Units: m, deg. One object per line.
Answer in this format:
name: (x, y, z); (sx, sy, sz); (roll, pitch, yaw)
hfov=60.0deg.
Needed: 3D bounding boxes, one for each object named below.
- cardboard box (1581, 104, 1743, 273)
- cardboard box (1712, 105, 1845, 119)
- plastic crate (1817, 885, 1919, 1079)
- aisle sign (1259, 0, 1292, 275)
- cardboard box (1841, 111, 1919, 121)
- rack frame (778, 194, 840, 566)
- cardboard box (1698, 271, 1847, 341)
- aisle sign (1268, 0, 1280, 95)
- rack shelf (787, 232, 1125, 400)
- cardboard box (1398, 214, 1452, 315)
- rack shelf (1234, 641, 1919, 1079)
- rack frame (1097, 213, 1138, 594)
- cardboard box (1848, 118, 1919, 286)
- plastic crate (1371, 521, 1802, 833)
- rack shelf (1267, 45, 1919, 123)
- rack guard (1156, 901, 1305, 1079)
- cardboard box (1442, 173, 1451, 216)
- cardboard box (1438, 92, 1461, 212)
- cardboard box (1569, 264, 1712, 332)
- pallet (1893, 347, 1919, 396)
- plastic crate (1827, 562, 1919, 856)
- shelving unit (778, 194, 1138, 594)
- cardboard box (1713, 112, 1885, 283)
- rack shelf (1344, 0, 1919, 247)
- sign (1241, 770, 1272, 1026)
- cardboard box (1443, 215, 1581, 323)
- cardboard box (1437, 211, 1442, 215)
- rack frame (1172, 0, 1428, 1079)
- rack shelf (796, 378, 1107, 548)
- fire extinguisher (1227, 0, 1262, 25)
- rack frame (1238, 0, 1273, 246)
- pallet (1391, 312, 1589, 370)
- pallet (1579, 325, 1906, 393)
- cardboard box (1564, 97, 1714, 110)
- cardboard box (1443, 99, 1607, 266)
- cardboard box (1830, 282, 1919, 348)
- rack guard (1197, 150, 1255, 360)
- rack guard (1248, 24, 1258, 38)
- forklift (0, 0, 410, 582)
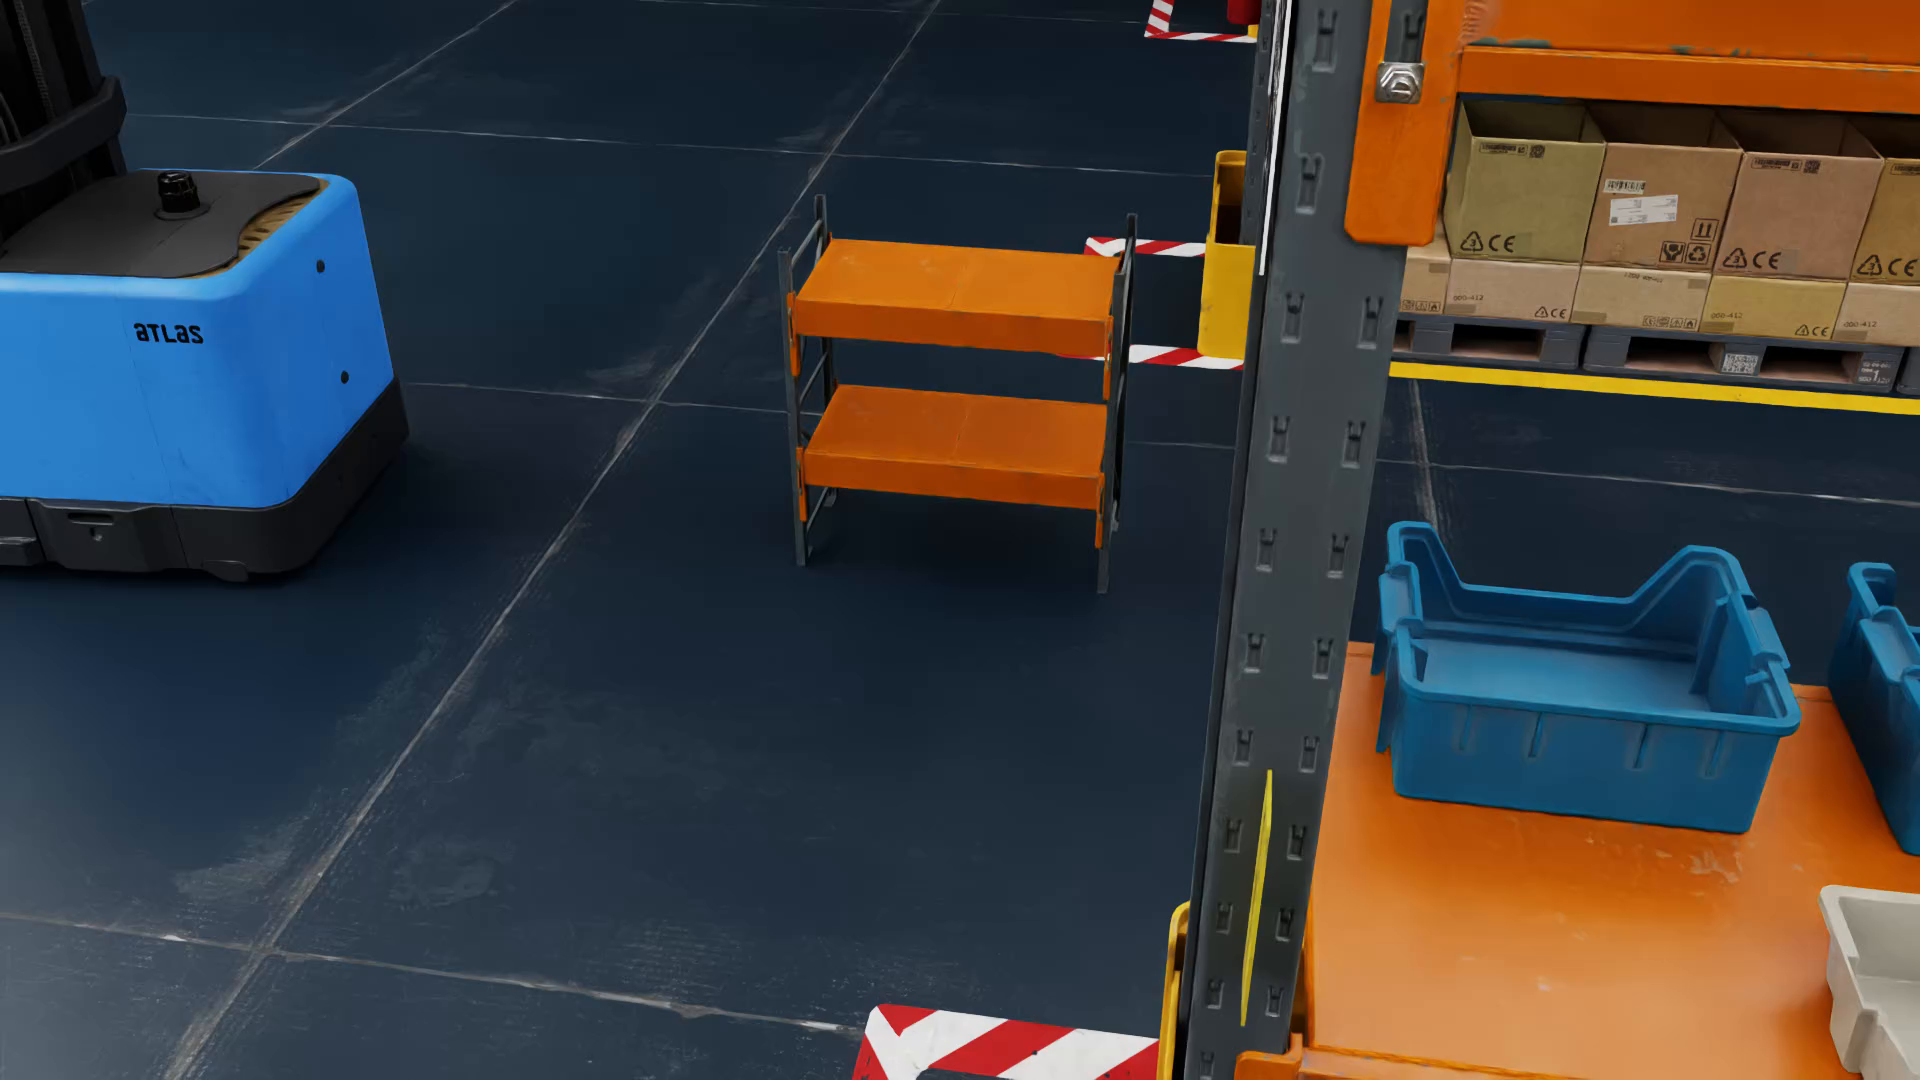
cardboard box: (2.765, -1.416, 6.674); (0.500, 0.500, 0.500); (5, 32, 8)
cardboard box: (3.345, -1.643, 7.036); (0.500, 0.500, 0.500); (5, 32, 8)
plastic crate: (1.277, 0.619, 2.183); (0.250, 0.136, 0.298); (5, 32, 8)
aisle sign: (0.328, -0.696, 1.585); (0.004, 0.787, 0.394); (5, 32, 8)
cardboard box: (3.838, -1.599, 6.966); (0.500, 0.500, 0.500); (5, 32, 8)
rack frame: (-0.494, -0.522, 5.523); (0.032, 1.125, 0.500); (5, 32, 8)
cardboard box: (3.255, -1.045, 6.788); (0.500, 0.250, 0.500); (5, 32, 8)
aisle sign: (0.428, -1.005, 2.078); (0.004, 0.787, 0.394); (5, 32, 8)
rack shelf: (0.007, -0.724, 5.295); (1.000, 0.278, 0.538); (5, 32, 8)
cardboard box: (1.777, -1.180, 7.003); (0.500, 0.250, 0.500); (5, 32, 8)
rack shelf: (2.420, 0.742, 2.415); (4.000, 0.370, 1.077); (5, 32, 8)
rack frame: (0.508, -0.431, 5.378); (0.032, 1.125, 0.500); (5, 32, 8)
cardboard box: (3.750, -1.325, 6.529); (0.500, 0.500, 0.500); (5, 32, 8)
plastic crate: (0.992, 0.210, 2.727); (0.616, 0.251, 0.499); (5, 32, 8)
rack shelf: (3.257, -1.848, 6.553); (4.000, 0.370, 1.077); (5, 32, 8)
rack guard: (0.532, 1.301, 3.201); (0.348, 0.500, 1.175); (5, 32, 8)
cardboard box: (2.359, -1.412, 7.375); (0.500, 0.250, 0.500); (5, 32, 8)
cardboard box: (1.864, -1.770, 7.239); (0.500, 0.500, 0.500); (5, 32, 8)
cardboard box: (2.763, -1.092, 6.863); (0.500, 0.250, 0.500); (5, 32, 8)
pallet: (4.452, -0.885, 6.965); (1.213, 0.211, 1.003); (5, 32, 8)
plastic crate: (1.632, 0.271, 2.630); (0.408, 0.251, 0.499); (5, 32, 8)
shelving unit: (0.007, -0.476, 5.451); (1.048, 1.125, 0.538); (5, 32, 8)
cardboard box: (3.255, -1.362, 6.588); (0.500, 0.500, 0.500); (5, 32, 8)
rack shelf: (2.420, -0.529, 1.619); (4.000, 0.370, 1.077); (5, 32, 8)
sign: (0.352, 0.429, 1.977); (0.005, 0.325, 0.100); (5, 32, 8)
cardboard box: (2.270, -1.137, 6.935); (0.500, 0.250, 0.500); (5, 32, 8)
cardboard box: (1.864, -1.451, 7.436); (0.500, 0.250, 0.500); (5, 32, 8)
rack frame: (0.448, 0.261, 2.506); (0.053, 2.616, 0.949); (5, 32, 8)
rack shelf: (0.007, -0.269, 5.580); (1.000, 0.278, 0.538); (5, 32, 8)
fire extinguisher: (1.247, -2.552, 7.073); (0.183, 0.674, 0.296); (5, 32, 8)
rack frame: (1.286, -2.331, 6.648); (0.127, 3.000, 1.000); (5, 32, 8)
pallet: (2.047, -1.103, 7.313); (1.213, 0.211, 1.003); (5, 32, 8)
pallet: (3.246, -0.993, 7.137); (1.213, 0.211, 1.003); (5, 32, 8)
cardboard box: (2.853, -1.688, 7.108); (0.500, 0.500, 0.500); (5, 32, 8)
cardboard box: (2.270, -1.454, 6.735); (0.500, 0.500, 0.500); (5, 32, 8)
cardboard box: (3.748, -1.001, 6.717); (0.500, 0.250, 0.500); (5, 32, 8)
rack guard: (1.262, -1.274, 7.314); (0.348, 0.500, 1.175); (5, 32, 8)
rack guard: (2.190, -3.856, 11.440); (0.348, 0.500, 1.175); (5, 32, 8)
forklift: (-3.615, -1.419, 5.254); (3.031, 2.935, 1.130); (3, 32, 4)
